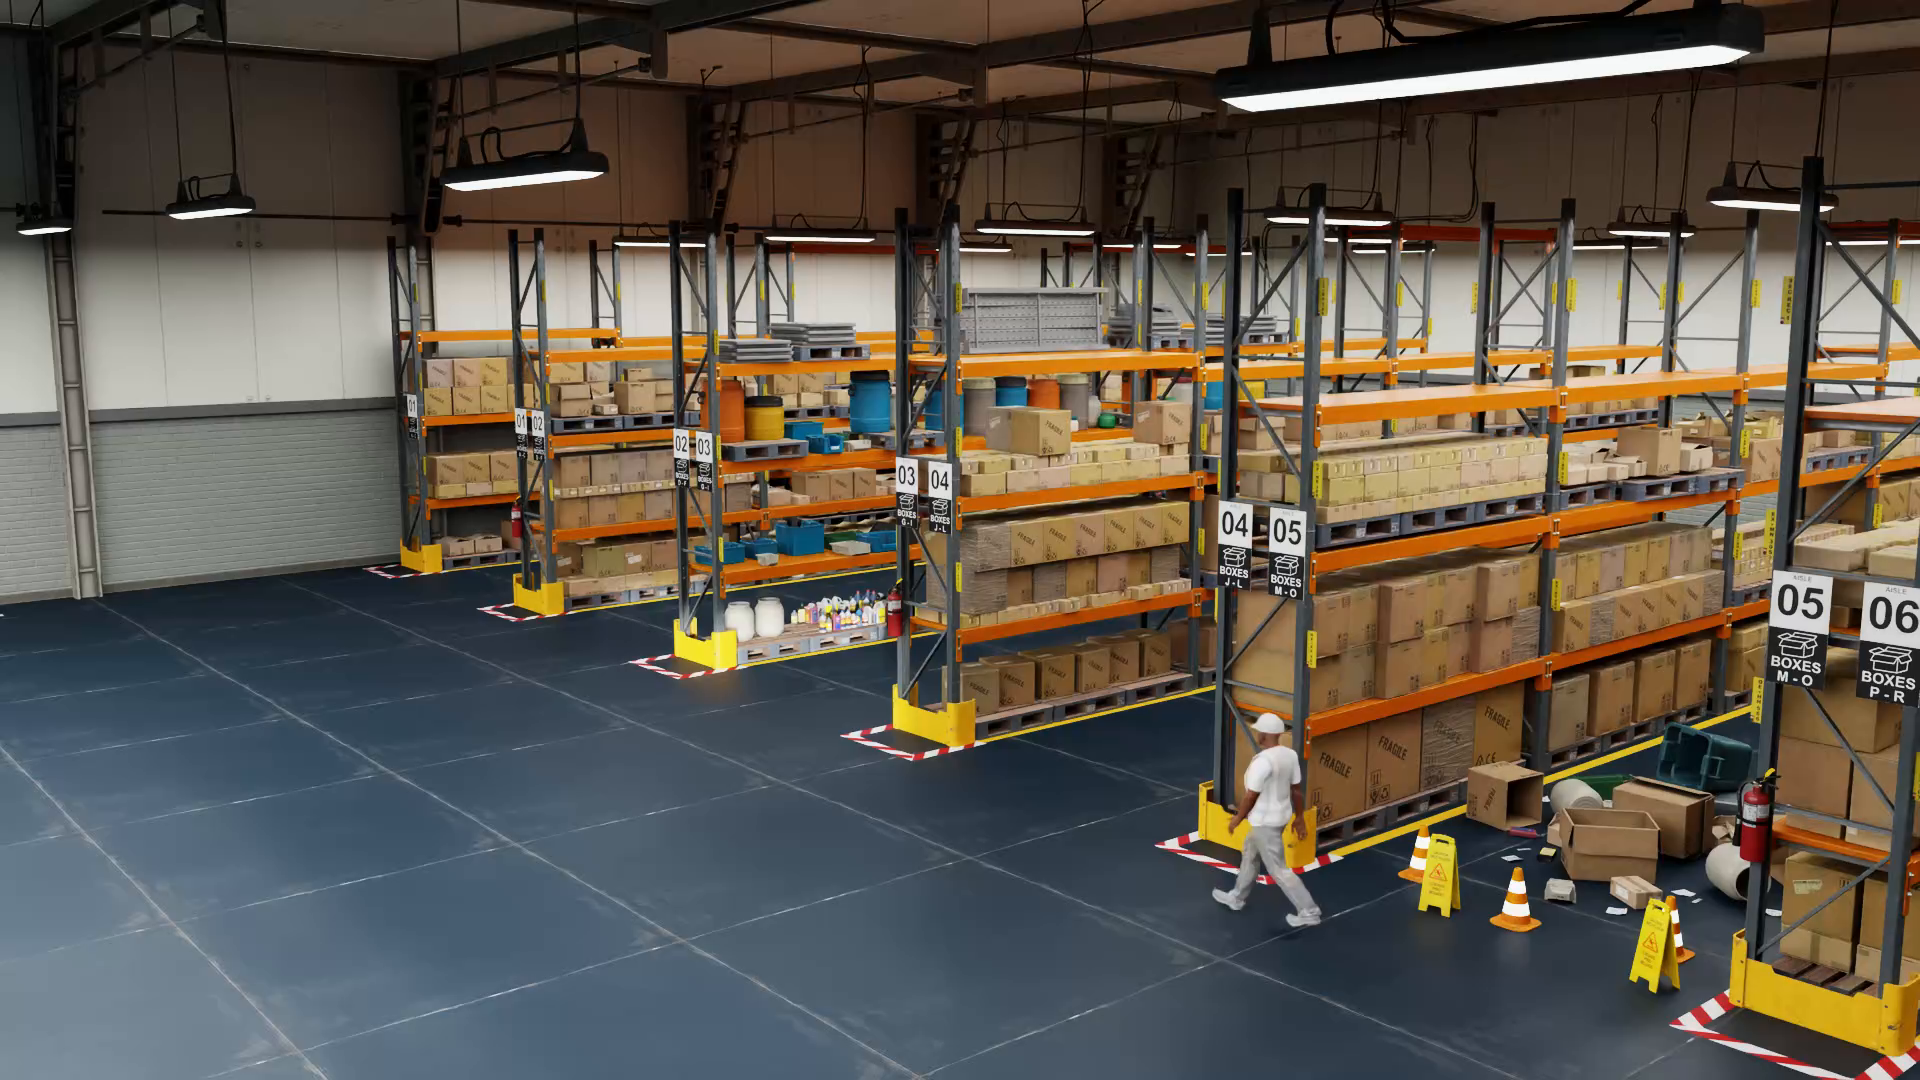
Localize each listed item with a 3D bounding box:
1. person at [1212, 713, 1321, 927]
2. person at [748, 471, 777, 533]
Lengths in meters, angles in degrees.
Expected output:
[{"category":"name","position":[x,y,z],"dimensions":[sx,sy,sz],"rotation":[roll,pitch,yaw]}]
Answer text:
[{"category":"person","position":[2.487,2.261,13.492],"dimensions":[1.037,1.735,0.546],"rotation":[5,10,30]},{"category":"person","position":[-3.757,-0.445,31.310],"dimensions":[0.514,1.716,0.532],"rotation":[2,9,13]}]
